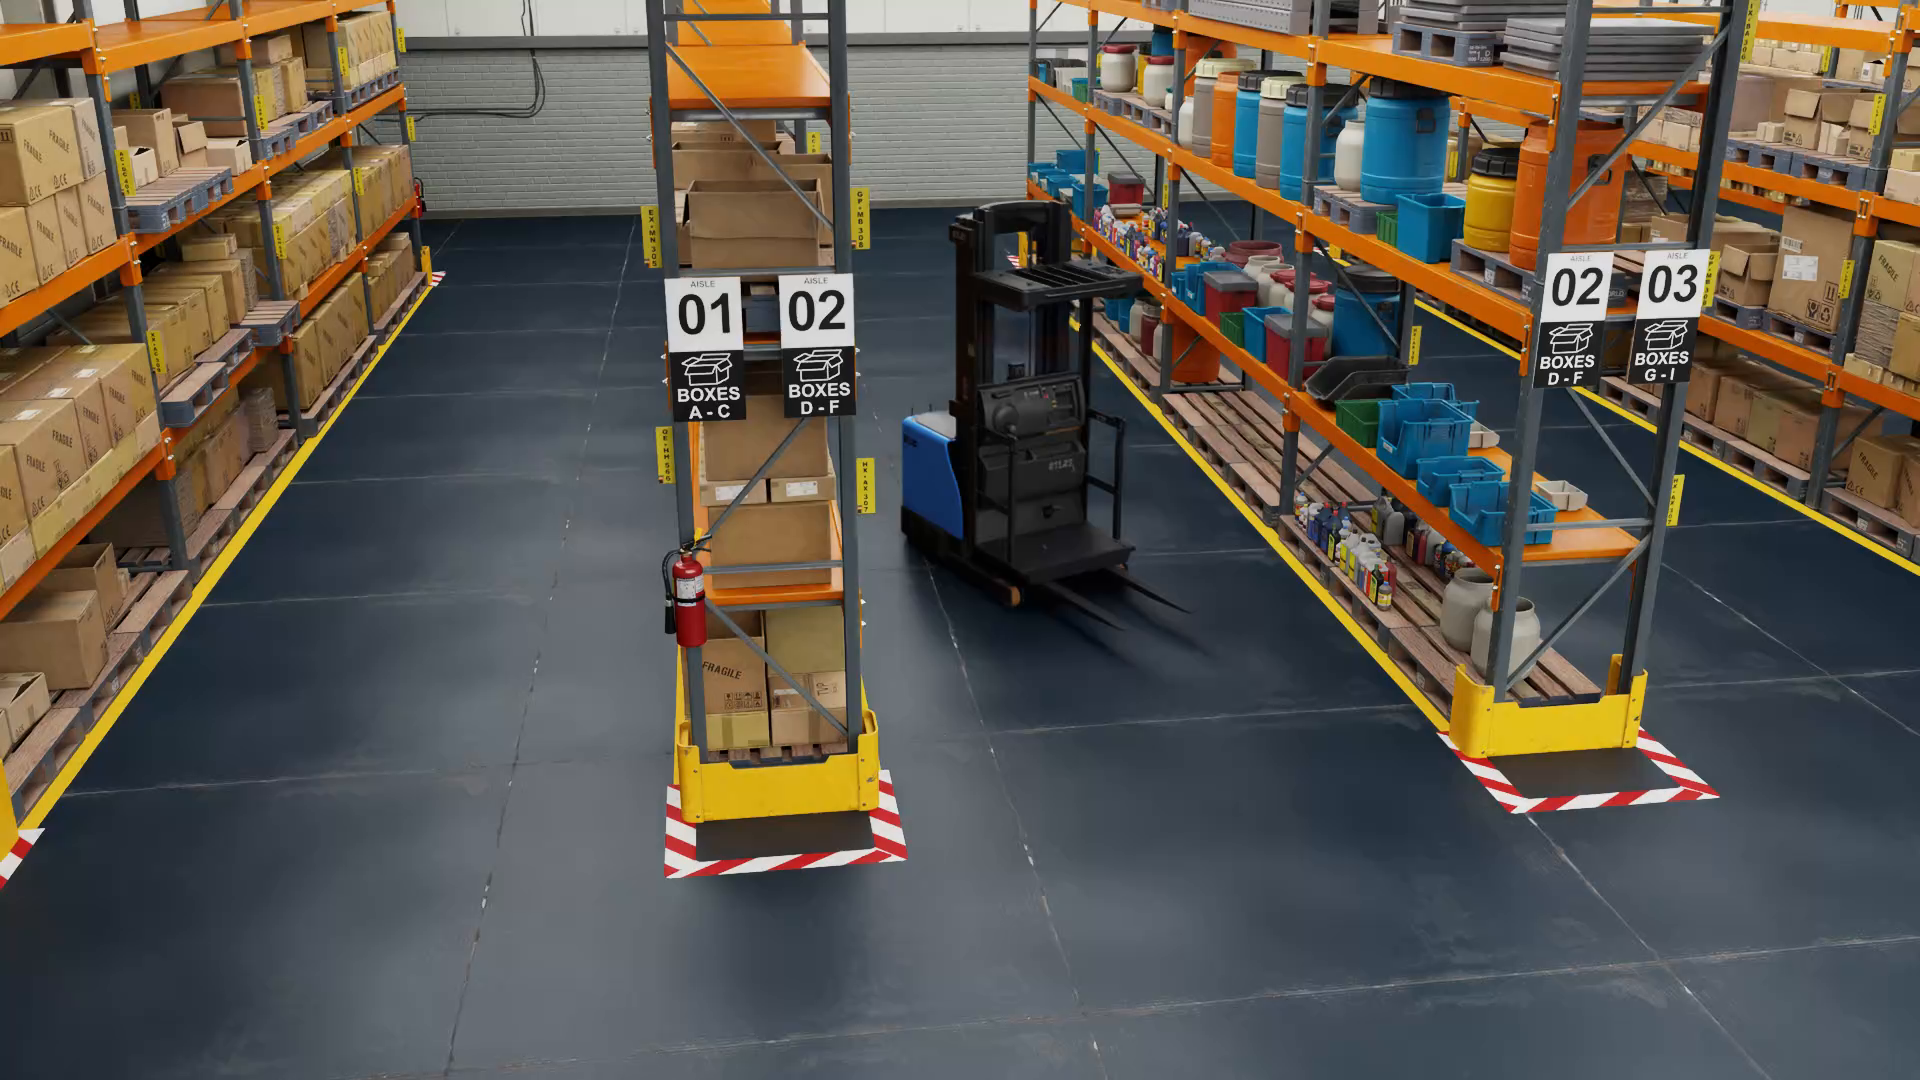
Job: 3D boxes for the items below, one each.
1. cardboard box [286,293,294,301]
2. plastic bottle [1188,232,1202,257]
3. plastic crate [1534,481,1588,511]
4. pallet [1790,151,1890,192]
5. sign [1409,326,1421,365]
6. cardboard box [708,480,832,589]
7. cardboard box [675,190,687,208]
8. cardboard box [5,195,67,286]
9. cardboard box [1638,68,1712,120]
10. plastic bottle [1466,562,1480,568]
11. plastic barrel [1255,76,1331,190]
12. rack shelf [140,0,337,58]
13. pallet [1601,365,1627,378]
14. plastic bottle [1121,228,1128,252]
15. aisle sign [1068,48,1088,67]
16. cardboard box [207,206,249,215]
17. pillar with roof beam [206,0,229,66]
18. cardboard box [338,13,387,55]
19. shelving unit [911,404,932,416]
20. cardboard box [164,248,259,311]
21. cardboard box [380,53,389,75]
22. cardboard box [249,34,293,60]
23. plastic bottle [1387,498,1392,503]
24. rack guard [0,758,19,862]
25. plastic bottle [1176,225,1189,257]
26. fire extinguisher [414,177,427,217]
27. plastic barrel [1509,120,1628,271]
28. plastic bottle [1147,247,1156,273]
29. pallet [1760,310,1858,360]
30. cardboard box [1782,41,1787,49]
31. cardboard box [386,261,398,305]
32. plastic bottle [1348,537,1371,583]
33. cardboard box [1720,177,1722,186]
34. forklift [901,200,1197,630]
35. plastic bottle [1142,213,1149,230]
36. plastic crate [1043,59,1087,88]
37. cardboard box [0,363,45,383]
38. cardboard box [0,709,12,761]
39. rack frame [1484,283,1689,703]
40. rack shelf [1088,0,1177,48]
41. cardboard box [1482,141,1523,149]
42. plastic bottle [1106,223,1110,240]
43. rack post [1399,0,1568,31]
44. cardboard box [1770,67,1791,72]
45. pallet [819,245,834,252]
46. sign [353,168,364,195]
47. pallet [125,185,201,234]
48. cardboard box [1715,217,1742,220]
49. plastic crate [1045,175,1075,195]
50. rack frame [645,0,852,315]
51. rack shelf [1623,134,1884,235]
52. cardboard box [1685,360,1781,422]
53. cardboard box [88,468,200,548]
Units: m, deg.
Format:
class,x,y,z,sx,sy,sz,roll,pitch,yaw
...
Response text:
class,x,y,z,sx,sy,sz,roll,pitch,yaw
cardboard box,-6.983,-2.461,16.849,0.380,0.149,0.250,-3,21,-7
plastic bottle,2.724,-3.444,19.328,0.152,0.276,0.135,-3,21,-8
plastic crate,4.009,-0.289,11.079,0.298,0.136,0.250,-3,21,-8
pallet,8.161,-3.257,14.631,1.213,0.211,1.003,-3,21,-8
sign,3.789,-1.625,13.883,0.100,0.325,0.005,-3,21,-8
cardboard box,-1.137,-0.047,9.911,0.700,0.500,0.500,-3,21,-8
cardboard box,-1.589,-2.041,10.434,0.500,0.311,0.500,-1,20,-1
cardboard box,-6.065,-1.905,10.570,0.500,0.500,0.500,-4,21,-10
cardboard box,7.381,-4.616,17.144,0.500,0.500,0.500,-3,21,-7
plastic bottle,3.852,0.258,12.493,0.061,0.283,0.133,-3,21,-7
plastic barrel,2.861,-3.503,14.303,0.600,0.901,0.600,0,20,0
rack shelf,-7.425,-5.335,17.238,1.077,0.370,4.000,-3,21,-8
pallet,7.529,-2.076,19.473,1.003,0.211,1.213,-3,21,-8
plastic bottle,1.950,-3.525,19.551,0.097,0.271,0.097,0,20,0
aisle sign,1.793,-6.883,24.643,0.394,0.787,0.004,-3,21,-8
cardboard box,-7.530,-3.227,16.899,0.500,0.250,0.500,-4,21,-10
pillar with roof beam,-4.410,-6.967,20.009,9.100,9.000,0.400,-3,21,-8
cardboard box,-7.853,-6.642,21.826,0.500,0.500,0.500,-2,21,-6
shelving unit,-0.270,-0.629,14.399,0.215,1.050,0.252,-12,23,-29
cardboard box,-7.059,-2.447,15.709,0.700,0.500,0.500,-5,21,-14
cardboard box,-7.846,-6.284,21.939,0.500,0.250,0.500,-4,21,-10
cardboard box,-7.717,-5.439,18.362,0.500,0.250,0.500,-1,21,-4
plastic bottle,3.604,-0.256,13.986,0.097,0.201,0.097,0,20,0
rack guard,-5.995,1.558,9.329,1.175,0.500,0.348,-3,21,-8
plastic bottle,2.574,-3.480,19.318,0.144,0.351,0.185,-3,21,-8
fire extinguisher,-7.855,-4.991,23.935,0.296,0.674,0.183,-3,21,-8
plastic barrel,3.624,-2.051,9.919,0.600,0.830,0.708,-3,21,-8
plastic bottle,2.126,-3.102,18.419,0.097,0.271,0.097,0,20,0
pallet,8.178,-1.903,15.298,1.003,0.211,1.213,-3,21,-8
cardboard box,11.552,-6.827,22.850,0.380,0.149,0.250,-2,21,-6
cardboard box,-7.861,-3.383,21.959,0.700,0.500,0.500,-2,21,-6
plastic bottle,3.064,0.141,12.708,0.144,0.351,0.185,-2,21,-6
cardboard box,11.335,-5.307,24.497,0.380,0.149,0.250,-2,21,-6
forklift,0.681,-1.038,12.807,1.130,2.935,3.031,-12,23,-29
plastic bottle,2.346,-4.015,20.962,0.097,0.201,0.097,0,20,0
plastic crate,1.462,-6.459,23.024,0.504,0.338,0.767,-3,21,-8
cardboard box,-6.628,-0.909,11.477,0.500,0.500,0.500,-3,21,-8
cardboard box,-5.994,1.223,9.869,0.500,0.311,0.500,-5,21,-14
rack frame,3.820,-0.086,10.159,1.000,3.000,0.127,-3,21,-8
rack shelf,2.378,-5.834,18.576,1.077,0.370,4.000,-3,21,-8
cardboard box,7.091,-4.787,21.168,0.797,0.503,0.637,-3,21,-9
plastic bottle,1.836,-3.766,20.297,0.097,0.201,0.097,0,20,0
rack post,3.509,-3.530,10.915,0.937,0.300,0.954,-3,21,-9
cardboard box,11.515,-6.370,22.913,0.500,0.250,0.500,-3,21,-8
pallet,-1.338,-1.871,10.777,1.003,0.211,1.213,-3,21,-8
sign,-7.178,-4.277,19.839,0.100,0.325,0.005,-3,21,-8
pallet,-6.544,-2.508,12.624,1.213,0.211,1.003,-3,21,-8
cardboard box,11.807,-4.887,25.638,0.380,0.149,0.250,-3,21,-9
plastic crate,1.413,-5.017,23.516,0.416,0.233,0.300,-3,21,-8
rack frame,-1.082,-2.648,8.444,1.000,3.000,0.127,-3,21,-8
rack shelf,7.856,-3.481,15.991,1.077,0.370,4.000,-3,21,-8
cardboard box,7.865,-1.522,16.949,0.700,0.500,0.500,-1,21,-3
cardboard box,-6.683,-0.260,13.570,0.700,0.500,0.500,-2,21,-6
